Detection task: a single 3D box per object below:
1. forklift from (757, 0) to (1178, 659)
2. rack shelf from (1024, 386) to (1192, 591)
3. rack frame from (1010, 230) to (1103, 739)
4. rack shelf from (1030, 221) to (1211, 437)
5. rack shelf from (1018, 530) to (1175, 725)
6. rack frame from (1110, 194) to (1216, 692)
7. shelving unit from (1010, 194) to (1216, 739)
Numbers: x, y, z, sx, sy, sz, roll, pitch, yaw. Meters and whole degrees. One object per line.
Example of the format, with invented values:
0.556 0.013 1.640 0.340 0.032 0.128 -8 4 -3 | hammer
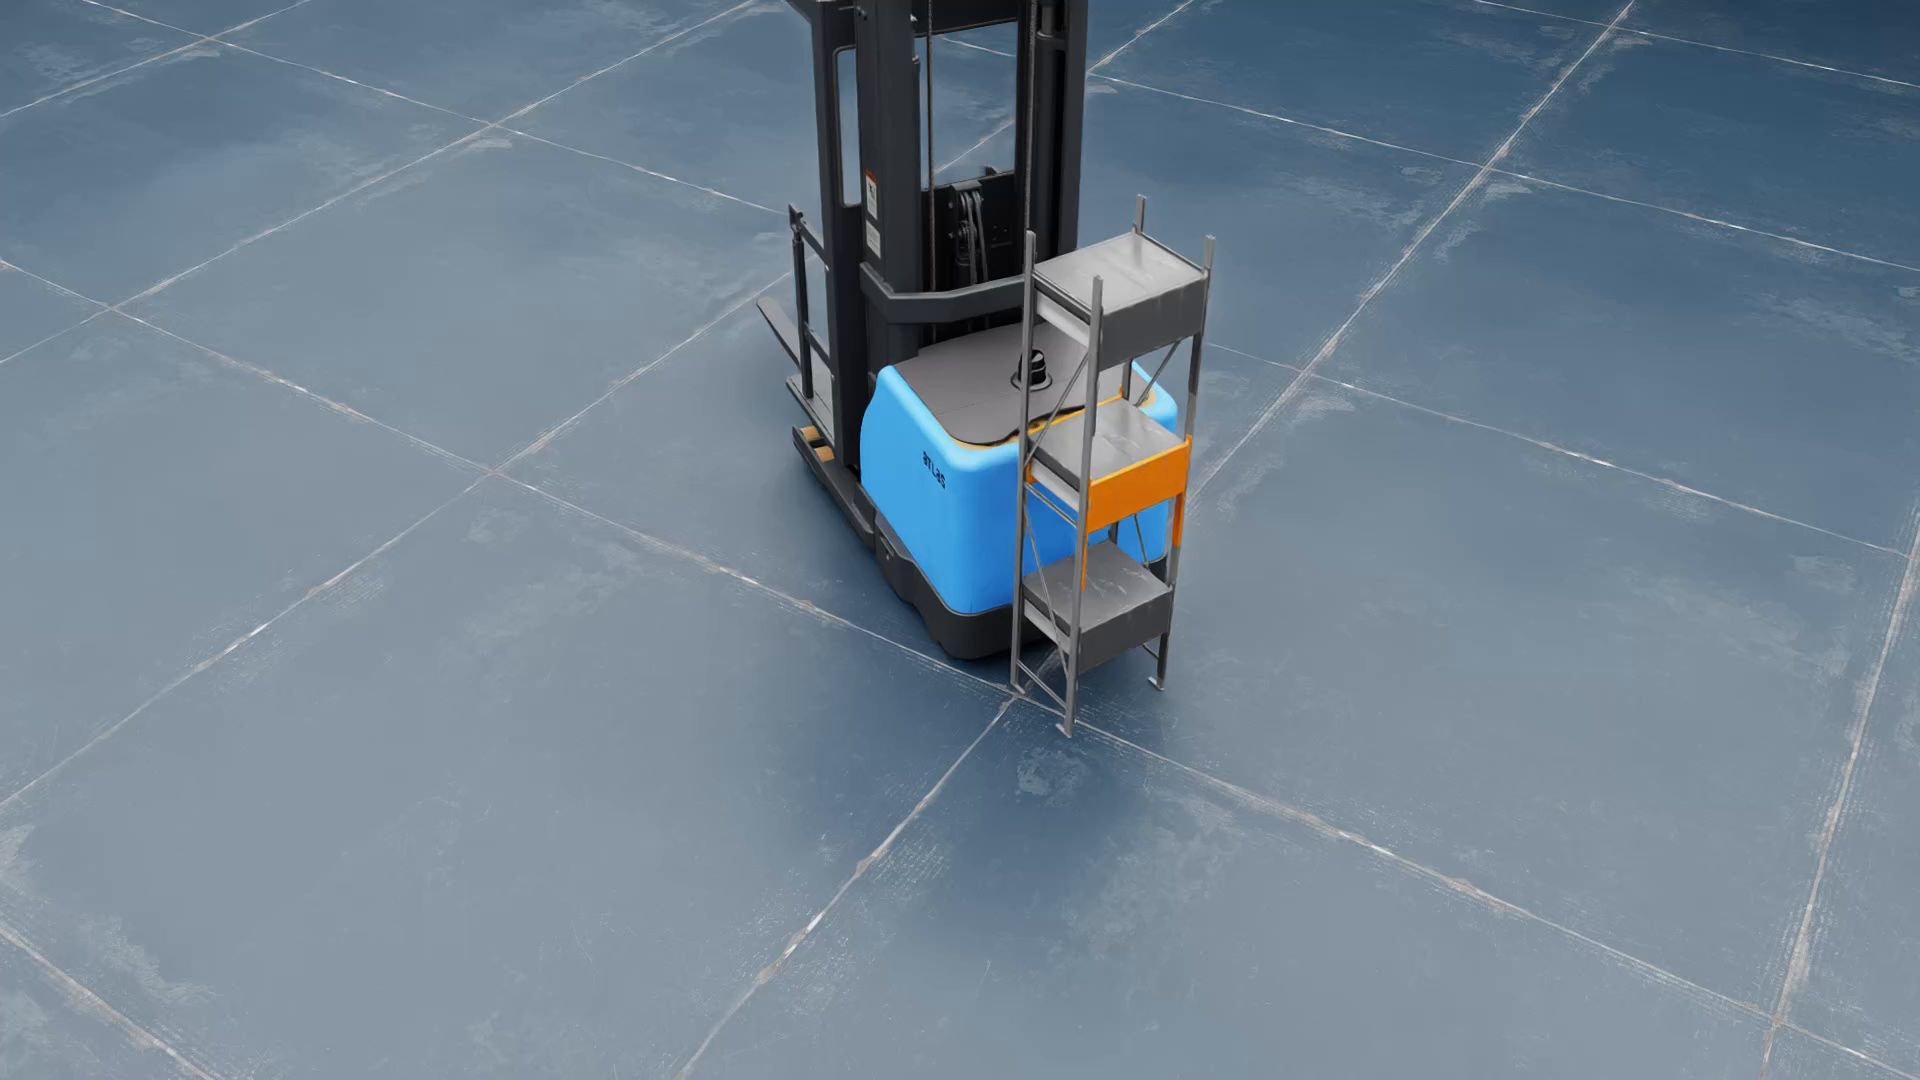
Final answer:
-0.175 -1.554 7.365 1.130 2.935 3.031 -16 40 -19 | forklift
0.538 -0.201 6.308 0.480 0.518 0.431 -23 44 -27 | rack shelf
0.339 -0.126 6.188 0.015 2.100 0.400 -23 44 -27 | rack frame
0.544 -0.751 5.876 0.480 0.518 0.431 -23 44 -27 | rack shelf
0.533 0.350 6.740 0.480 0.518 0.431 -23 44 -27 | rack shelf
0.738 -0.297 6.411 0.015 2.100 0.400 -23 44 -27 | rack frame
0.539 -0.211 6.299 0.503 2.100 0.431 -23 44 -27 | shelving unit
